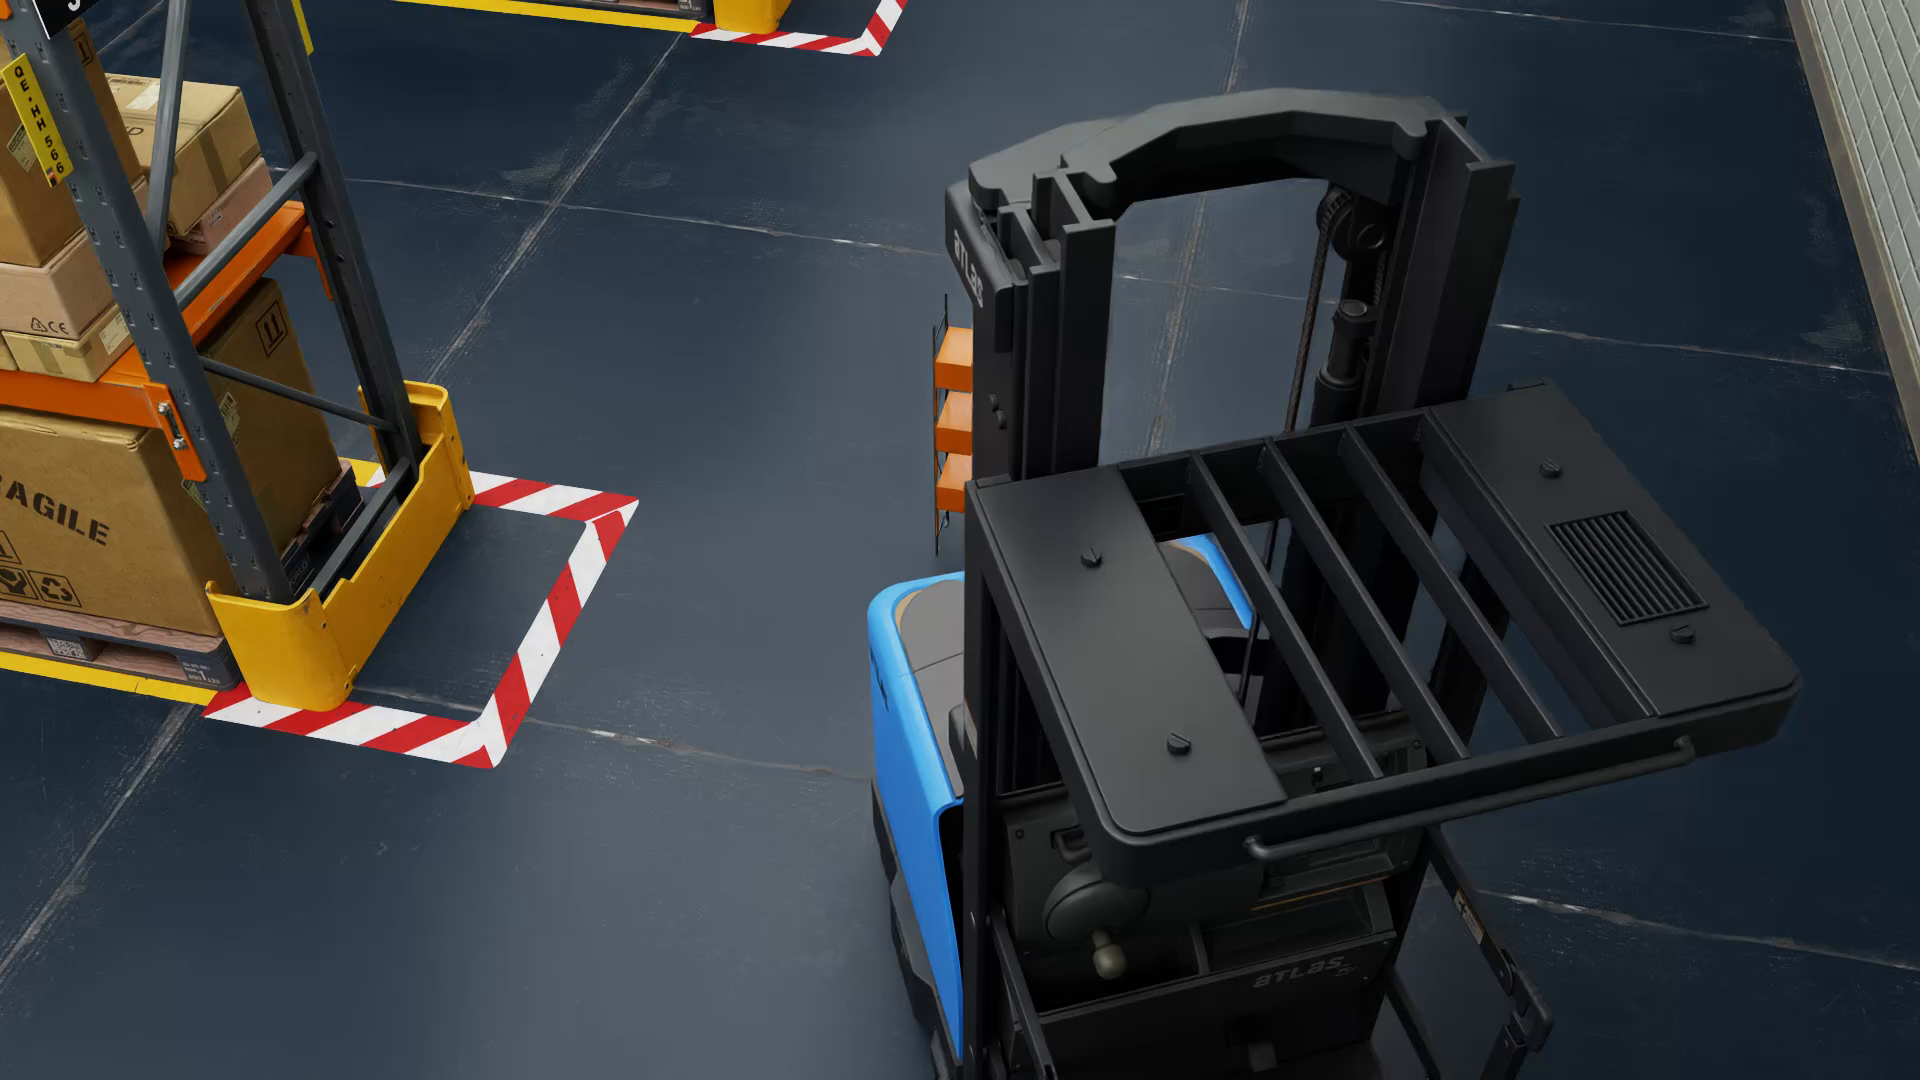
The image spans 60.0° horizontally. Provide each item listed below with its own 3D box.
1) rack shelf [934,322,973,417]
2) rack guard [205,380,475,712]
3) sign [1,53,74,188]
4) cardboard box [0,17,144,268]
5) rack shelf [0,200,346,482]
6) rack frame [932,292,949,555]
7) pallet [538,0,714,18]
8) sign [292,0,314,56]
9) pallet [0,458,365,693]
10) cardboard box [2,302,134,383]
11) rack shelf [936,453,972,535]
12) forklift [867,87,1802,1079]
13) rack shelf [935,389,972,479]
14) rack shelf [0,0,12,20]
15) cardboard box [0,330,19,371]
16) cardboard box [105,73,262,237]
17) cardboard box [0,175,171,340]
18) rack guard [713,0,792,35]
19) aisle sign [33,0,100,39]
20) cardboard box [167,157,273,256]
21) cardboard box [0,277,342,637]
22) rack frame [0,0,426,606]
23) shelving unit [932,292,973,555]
[{"bbox_3d":[0.052,-0.567,5.688,0.240,0.259,0.215,9,45,9],"label":"rack shelf"},{"bbox_3d":[-2.155,-0.009,5.899,0.348,0.500,1.175,9,45,9],"label":"rack guard"},{"bbox_3d":[-2.310,-1.051,4.173,0.005,0.325,0.100,9,45,9],"label":"sign"},{"bbox_3d":[-2.711,-1.132,4.616,0.500,0.500,0.500,9,45,10],"label":"cardboard box"},{"bbox_3d":[-4.130,-0.957,5.600,4.000,0.370,1.077,9,45,9],"label":"rack shelf"},{"bbox_3d":[-0.067,-0.389,5.897,0.008,1.050,0.200,9,45,9],"label":"rack frame"},{"bbox_3d":[-1.893,-3.412,9.642,1.213,0.211,1.003,9,45,9],"label":"pallet"},{"bbox_3d":[-2.051,-1.628,5.097,0.005,0.325,0.100,9,45,9],"label":"sign"},{"bbox_3d":[-2.976,0.023,6.074,1.213,0.211,1.003,9,45,9],"label":"pallet"},{"bbox_3d":[-2.598,-0.654,4.947,0.250,0.149,0.380,10,45,10],"label":"cardboard box"},{"bbox_3d":[0.052,-0.162,6.078,0.240,0.259,0.215,9,45,9],"label":"rack shelf"},{"bbox_3d":[0.610,0.748,3.359,1.130,2.935,3.031,-11,45,-11],"label":"forklift"},{"bbox_3d":[0.052,-0.363,5.885,0.240,0.259,0.215,9,45,9],"label":"rack shelf"},{"bbox_3d":[-4.130,-2.038,4.560,4.000,0.370,1.077,9,45,9],"label":"rack shelf"},{"bbox_3d":[-2.852,-0.692,4.987,0.250,0.149,0.380,9,45,9],"label":"cardboard box"},{"bbox_3d":[-2.588,-1.222,5.250,0.500,0.250,0.500,8,44,8],"label":"cardboard box"},{"bbox_3d":[-2.709,-0.860,4.874,0.500,0.250,0.500,8,45,8],"label":"cardboard box"},{"bbox_3d":[-1.070,-3.370,9.390,0.348,0.500,1.175,9,45,9],"label":"rack guard"},{"bbox_3d":[-2.174,-1.636,3.912,0.004,0.787,0.394,9,45,9],"label":"aisle sign"},{"bbox_3d":[-2.453,-1.100,5.411,0.250,0.149,0.380,9,45,10],"label":"cardboard box"},{"bbox_3d":[-2.820,-0.342,5.671,0.875,0.875,0.875,9,45,9],"label":"cardboard box"},{"bbox_3d":[-2.178,-0.913,5.036,0.127,3.000,1.000,9,45,9],"label":"rack frame"},{"bbox_3d":[0.052,-0.370,5.878,0.252,1.050,0.215,9,45,9],"label":"shelving unit"}]
